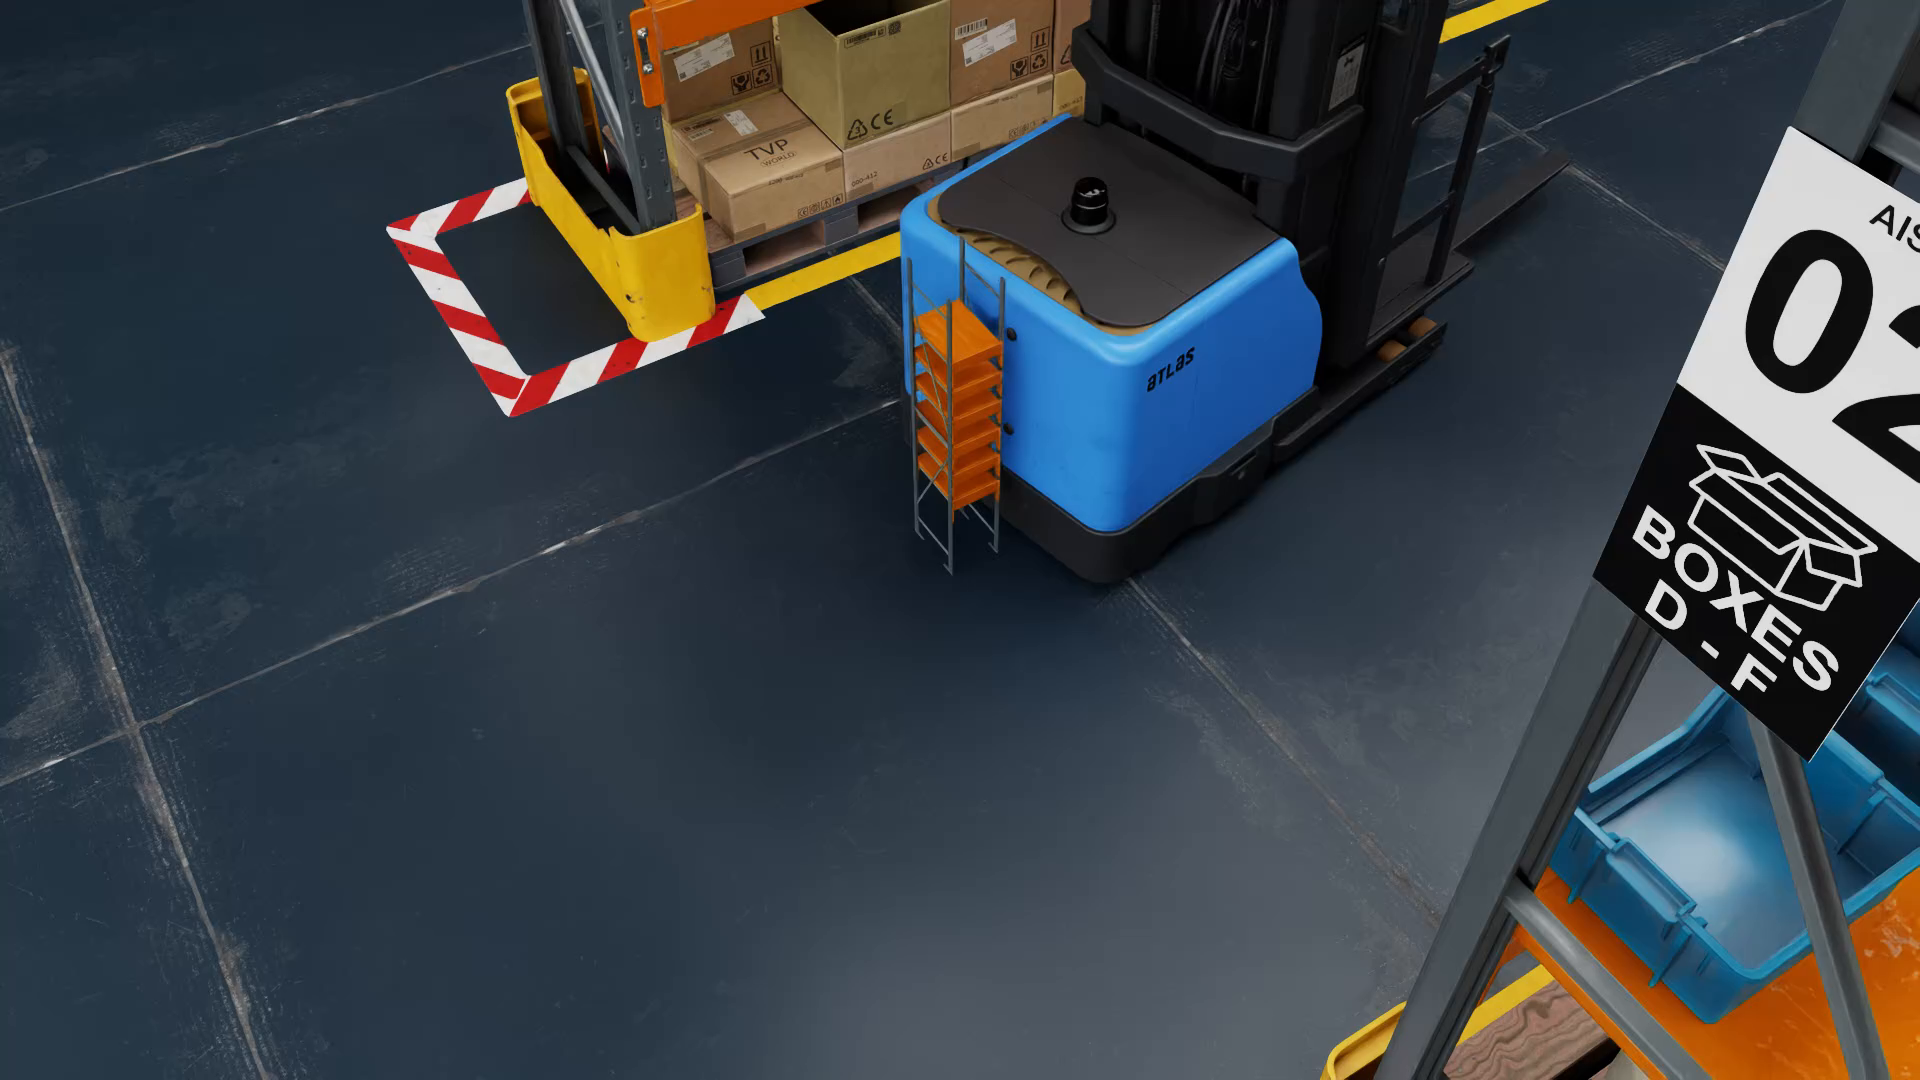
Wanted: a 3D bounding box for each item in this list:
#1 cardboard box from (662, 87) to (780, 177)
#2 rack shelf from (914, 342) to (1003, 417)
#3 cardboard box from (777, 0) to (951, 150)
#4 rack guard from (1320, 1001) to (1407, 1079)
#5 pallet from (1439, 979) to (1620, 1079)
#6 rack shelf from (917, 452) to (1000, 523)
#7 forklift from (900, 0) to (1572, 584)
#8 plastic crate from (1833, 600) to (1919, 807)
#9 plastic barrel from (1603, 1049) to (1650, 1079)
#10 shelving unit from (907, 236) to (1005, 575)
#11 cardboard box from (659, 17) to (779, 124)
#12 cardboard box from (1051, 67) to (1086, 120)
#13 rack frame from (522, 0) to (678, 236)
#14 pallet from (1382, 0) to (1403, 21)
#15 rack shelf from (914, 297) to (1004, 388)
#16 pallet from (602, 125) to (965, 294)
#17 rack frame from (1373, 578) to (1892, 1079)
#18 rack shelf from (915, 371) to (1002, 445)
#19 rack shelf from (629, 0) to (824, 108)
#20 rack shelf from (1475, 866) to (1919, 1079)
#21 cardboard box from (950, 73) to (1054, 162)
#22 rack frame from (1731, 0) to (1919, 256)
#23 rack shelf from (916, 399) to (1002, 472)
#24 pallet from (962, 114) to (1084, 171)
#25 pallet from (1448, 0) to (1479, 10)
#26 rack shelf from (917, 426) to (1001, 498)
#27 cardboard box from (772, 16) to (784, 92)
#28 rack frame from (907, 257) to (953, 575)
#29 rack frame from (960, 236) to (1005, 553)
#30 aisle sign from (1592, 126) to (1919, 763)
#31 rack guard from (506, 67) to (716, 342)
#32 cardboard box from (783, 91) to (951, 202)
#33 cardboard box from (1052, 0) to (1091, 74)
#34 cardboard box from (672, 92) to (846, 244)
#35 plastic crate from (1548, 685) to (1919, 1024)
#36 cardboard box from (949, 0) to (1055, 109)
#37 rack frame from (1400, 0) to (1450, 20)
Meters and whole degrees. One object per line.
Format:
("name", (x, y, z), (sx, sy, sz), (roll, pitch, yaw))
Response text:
("cardboard box", (-1.076, -1.816, 6.919), (0.500, 0.250, 0.500), (-25, 53, -21))
("rack shelf", (-0.012, -0.523, 5.151), (0.180, 0.103, 0.258), (-25, 53, -21))
("cardboard box", (-0.378, -1.939, 6.526), (0.500, 0.500, 0.500), (-25, 53, -21))
("rack guard", (1.307, 1.711, 3.892), (0.348, 0.500, 1.175), (-25, 53, -21))
("pallet", (1.997, 1.486, 4.285), (1.213, 0.211, 1.003), (-25, 53, -21))
("rack shelf", (-0.012, -0.204, 5.509), (0.180, 0.103, 0.258), (-25, 53, -21))
("forklift", (1.205, -1.813, 5.402), (3.031, 2.935, 1.130), (-36, 57, -27))
("plastic crate", (2.084, 0.345, 3.534), (0.408, 0.251, 0.499), (-25, 53, -21))
("plastic barrel", (1.784, 1.316, 3.954), (0.421, 0.512, 0.421), (0, 48, 0))
("shelving unit", (-0.012, -0.393, 5.297), (0.189, 1.200, 0.258), (-25, 53, -21))
("cardboard box", (-1.077, -2.067, 6.640), (0.500, 0.500, 0.500), (-25, 53, -21))
("cardboard box", (0.470, -2.086, 7.159), (0.500, 0.250, 0.500), (-25, 53, -21))
("rack frame", (-1.372, -2.191, 5.692), (0.127, 3.000, 1.000), (-25, 53, -21))
("pallet", (1.316, -2.567, 7.895), (1.213, 0.211, 1.003), (-25, 53, -21))
("rack shelf", (-0.012, -0.603, 5.061), (0.180, 0.103, 0.258), (-25, 53, -21))
("pallet", (-0.747, -1.595, 7.029), (1.213, 0.211, 1.003), (-25, 53, -21))
("rack frame", (1.268, 0.939, 2.905), (0.127, 3.000, 1.000), (-25, 53, -21))
("rack shelf", (-0.012, -0.444, 5.240), (0.180, 0.103, 0.258), (-25, 53, -21))
("rack shelf", (0.320, -2.748, 6.671), (4.000, 0.370, 1.077), (-25, 53, -21))
("rack shelf", (2.960, 0.382, 3.883), (4.000, 0.370, 1.077), (-25, 53, -21))
("cardboard box", (0.044, -1.890, 6.984), (0.500, 0.250, 0.500), (-25, 53, -21))
("rack frame", (1.268, -1.056, 0.665), (0.127, 3.000, 1.000), (-25, 53, -21))
("rack shelf", (-0.012, -0.364, 5.330), (0.180, 0.103, 0.258), (-25, 53, -21))
("pallet", (0.283, -2.078, 7.459), (1.213, 0.211, 1.003), (-25, 53, -21))
("pallet", (2.614, -3.176, 8.437), (1.213, 0.211, 1.003), (-25, 53, -21))
("rack shelf", (-0.012, -0.284, 5.420), (0.180, 0.103, 0.258), (-25, 53, -21))
("cardboard box", (-0.659, -2.023, 7.103), (0.500, 0.250, 0.500), (-25, 53, -21))
("rack frame", (-0.090, -0.357, 5.264), (0.006, 1.200, 0.240), (-25, 53, -21))
("rack frame", (0.065, -0.430, 5.329), (0.006, 1.200, 0.240), (-25, 53, -21))
("aisle sign", (1.049, -0.084, 2.076), (0.004, 0.787, 0.394), (-25, 53, -21))
("rack guard", (-1.392, -1.350, 6.617), (0.348, 0.500, 1.175), (-25, 53, -21))
("cardboard box", (-0.379, -1.691, 6.807), (0.500, 0.250, 0.500), (-25, 53, -21))
("cardboard box", (0.471, -2.335, 6.878), (0.500, 0.500, 0.500), (-25, 53, -21))
("cardboard box", (-0.800, -1.489, 6.628), (0.500, 0.250, 0.500), (-25, 53, -21))
("plastic crate", (1.532, 0.600, 3.306), (0.616, 0.251, 0.499), (-25, 53, -21))
("cardboard box", (0.038, -2.146, 6.711), (0.500, 0.500, 0.500), (-25, 53, -21))
("rack frame", (2.011, -3.785, 7.112), (0.127, 3.000, 1.000), (-25, 53, -21))
